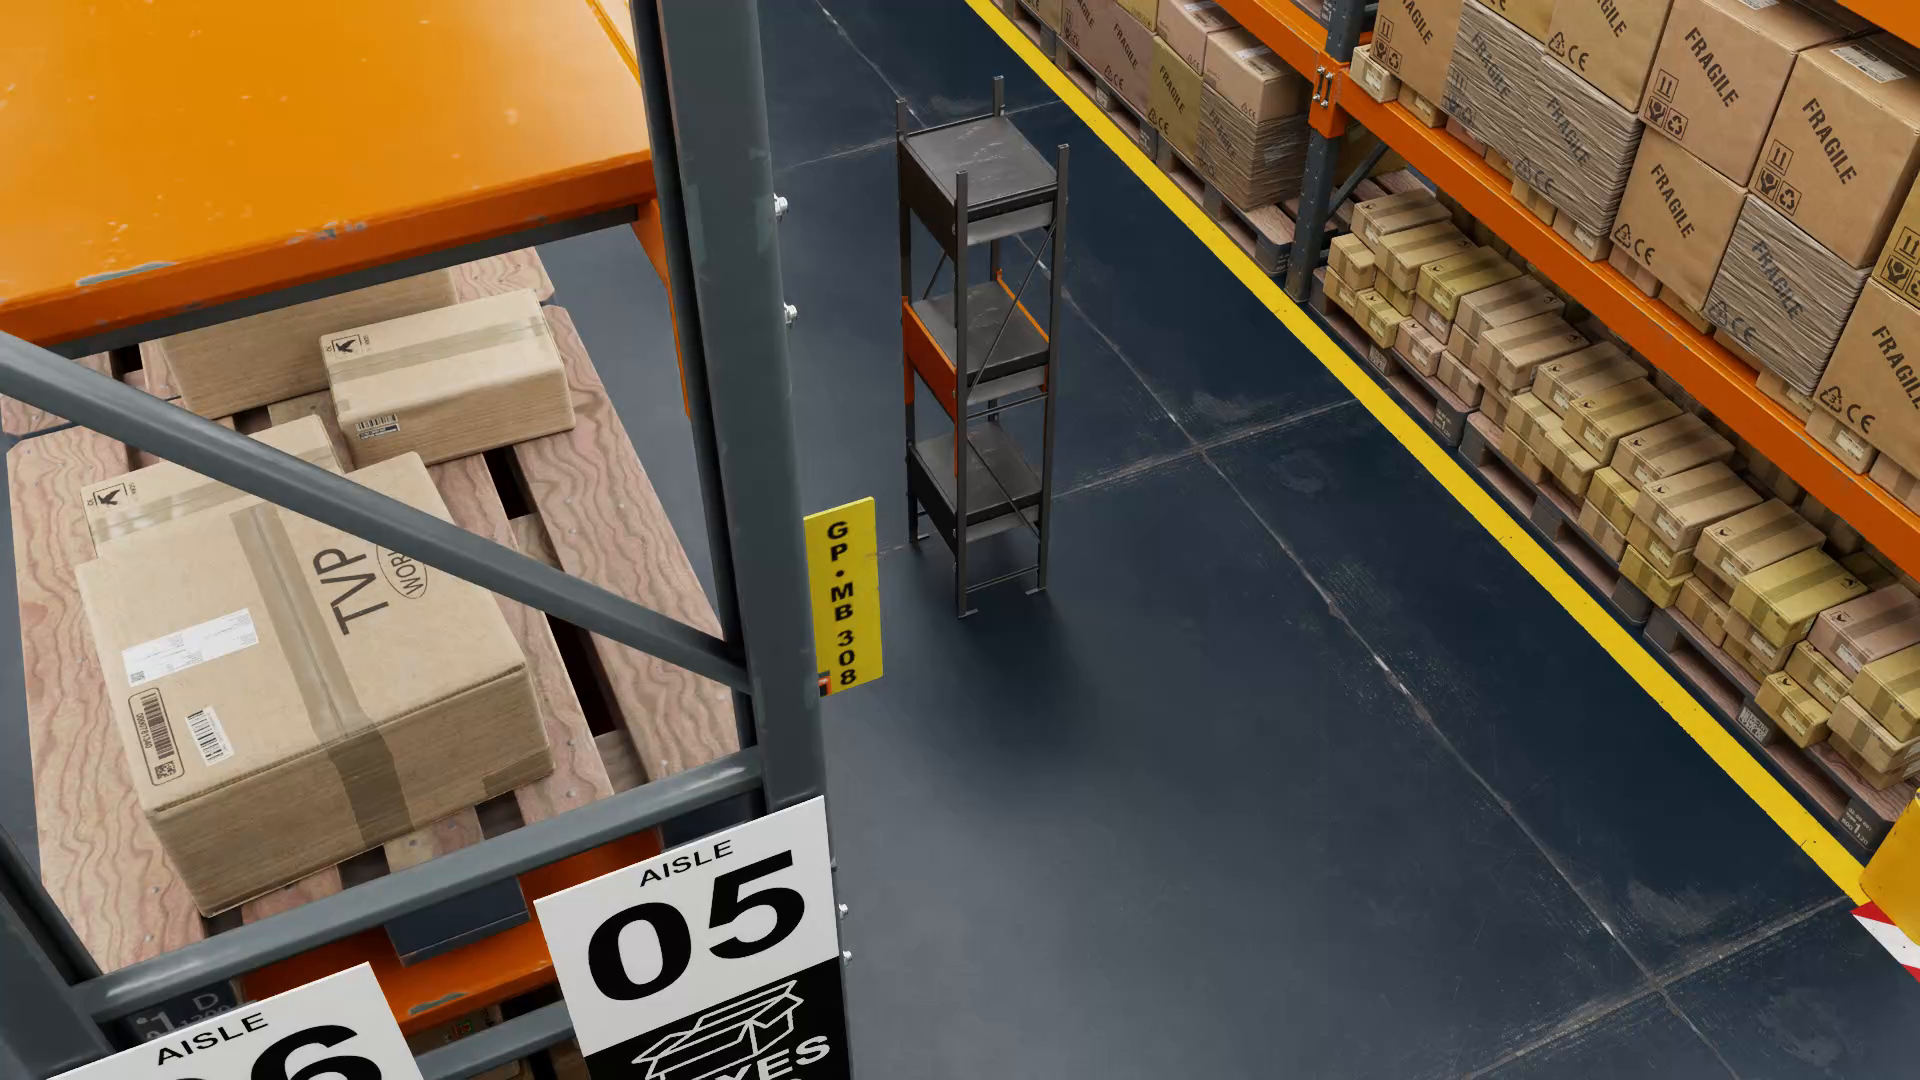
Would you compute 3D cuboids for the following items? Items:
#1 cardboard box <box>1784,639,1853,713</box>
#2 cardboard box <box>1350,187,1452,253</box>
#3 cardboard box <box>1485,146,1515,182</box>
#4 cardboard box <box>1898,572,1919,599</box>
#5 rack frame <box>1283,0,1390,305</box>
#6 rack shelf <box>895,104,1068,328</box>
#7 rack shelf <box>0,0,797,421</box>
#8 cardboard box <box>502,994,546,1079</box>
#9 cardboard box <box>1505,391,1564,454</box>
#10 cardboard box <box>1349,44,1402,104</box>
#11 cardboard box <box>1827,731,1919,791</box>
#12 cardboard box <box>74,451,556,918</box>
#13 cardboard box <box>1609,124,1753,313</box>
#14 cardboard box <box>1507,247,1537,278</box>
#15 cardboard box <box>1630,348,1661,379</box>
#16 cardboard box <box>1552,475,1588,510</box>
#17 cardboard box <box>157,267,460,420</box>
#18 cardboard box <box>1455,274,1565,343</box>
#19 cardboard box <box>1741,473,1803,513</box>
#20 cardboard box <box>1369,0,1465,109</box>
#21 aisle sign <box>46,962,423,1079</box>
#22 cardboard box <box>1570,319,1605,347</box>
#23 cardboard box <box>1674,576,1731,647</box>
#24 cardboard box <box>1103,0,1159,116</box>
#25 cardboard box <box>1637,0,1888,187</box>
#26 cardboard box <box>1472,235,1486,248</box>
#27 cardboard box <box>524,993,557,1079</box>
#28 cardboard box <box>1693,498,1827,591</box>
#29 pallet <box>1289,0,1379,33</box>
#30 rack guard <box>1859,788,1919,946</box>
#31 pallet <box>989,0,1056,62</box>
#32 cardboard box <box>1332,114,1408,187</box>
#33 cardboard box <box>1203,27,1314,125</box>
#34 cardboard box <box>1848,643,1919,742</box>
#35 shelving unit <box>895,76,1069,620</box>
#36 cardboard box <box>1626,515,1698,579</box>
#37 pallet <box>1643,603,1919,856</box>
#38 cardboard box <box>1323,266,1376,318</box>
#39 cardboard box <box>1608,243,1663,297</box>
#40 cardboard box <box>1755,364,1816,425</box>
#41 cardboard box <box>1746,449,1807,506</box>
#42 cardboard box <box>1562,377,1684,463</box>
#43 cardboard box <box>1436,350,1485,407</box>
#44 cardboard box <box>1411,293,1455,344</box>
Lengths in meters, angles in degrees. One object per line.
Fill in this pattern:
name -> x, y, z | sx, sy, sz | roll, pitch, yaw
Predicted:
cardboard box -> 3.252, 0.445, 6.051 | 0.380, 0.149, 0.250 | -19, 48, -18
cardboard box -> 2.069, -1.495, 7.805 | 0.380, 0.149, 0.250 | -16, 47, -16
cardboard box -> 2.379, -1.590, 6.774 | 0.380, 0.149, 0.250 | -20, 48, -19
cardboard box -> 3.657, 0.199, 6.088 | 0.380, 0.149, 0.250 | -17, 47, -17
rack frame -> 2.112, -2.429, 7.445 | 1.000, 3.000, 0.127 | -18, 47, -17
rack shelf -> 0.070, -1.130, 5.792 | 0.431, 0.518, 0.480 | -18, 47, -17
rack shelf -> -1.496, -1.365, 2.892 | 1.077, 0.370, 4.000 | -18, 47, -17
cardboard box -> -1.074, 1.018, 3.168 | 0.500, 0.500, 0.500 | -17, 47, -16
cardboard box -> 2.551, -0.530, 7.039 | 0.380, 0.149, 0.250 | -18, 48, -18
cardboard box -> 1.934, -2.062, 7.252 | 0.380, 0.149, 0.250 | -16, 47, -16
cardboard box -> 3.383, 0.712, 5.993 | 0.380, 0.149, 0.250 | -17, 47, -17
cardboard box -> -0.926, 0.187, 2.395 | 0.500, 0.250, 0.500 | -22, 49, -21
cardboard box -> 2.737, -1.203, 5.919 | 0.500, 0.500, 0.500 | -16, 47, -15
cardboard box -> 2.752, -1.318, 7.626 | 0.380, 0.149, 0.250 | -18, 48, -18
cardboard box -> 3.113, -0.816, 7.117 | 0.380, 0.149, 0.250 | -20, 48, -19
cardboard box -> 2.736, -0.277, 6.995 | 0.380, 0.149, 0.250 | -17, 47, -16
cardboard box -> -1.239, -0.543, 3.091 | 0.500, 0.311, 0.500 | -17, 47, -17
cardboard box -> 2.412, -0.996, 7.299 | 0.380, 0.149, 0.250 | -19, 48, -18
cardboard box -> 3.352, -0.188, 6.692 | 0.380, 0.149, 0.250 | -20, 48, -19
cardboard box -> 2.092, -2.180, 6.910 | 0.500, 0.500, 0.500 | -19, 48, -18
aisle sign -> -0.906, 0.858, 2.262 | 0.394, 0.787, 0.004 | -18, 47, -17
cardboard box -> 2.928, -0.883, 7.397 | 0.380, 0.149, 0.250 | -17, 47, -16
cardboard box -> 3.035, 0.230, 6.481 | 0.380, 0.149, 0.250 | -18, 47, -17
cardboard box -> 1.145, -2.741, 9.242 | 0.500, 0.500, 0.500 | -19, 48, -18
cardboard box -> 2.711, -1.583, 5.593 | 0.500, 0.500, 0.500 | -20, 48, -19
cardboard box -> 2.658, -1.394, 7.915 | 0.380, 0.149, 0.250 | -20, 48, -19
cardboard box -> -0.834, 0.906, 3.994 | 0.500, 0.500, 0.500 | -19, 48, -18
cardboard box -> 3.012, 0.023, 6.267 | 0.380, 0.149, 0.250 | -20, 48, -19
pallet -> 1.923, -2.891, 8.049 | 1.003, 0.211, 1.213 | -18, 47, -17
rack guard -> 3.762, 0.961, 5.788 | 1.175, 0.500, 0.348 | -18, 47, -17
pallet -> 0.757, -3.487, 10.502 | 1.003, 0.211, 1.213 | -18, 47, -17
cardboard box -> 2.042, -2.238, 8.732 | 0.500, 0.500, 0.500 | -16, 47, -16
cardboard box -> 1.569, -2.356, 8.317 | 0.500, 0.250, 0.500 | -19, 48, -18
cardboard box -> 3.341, 0.511, 5.772 | 0.380, 0.149, 0.250 | -18, 47, -17
shelving unit -> 0.070, -0.642, 6.274 | 0.431, 2.100, 0.503 | -18, 47, -17
cardboard box -> 2.863, -0.029, 6.532 | 0.380, 0.149, 0.250 | -17, 47, -17
pallet -> 3.452, 0.536, 6.425 | 1.003, 0.211, 1.213 | -18, 47, -17
cardboard box -> 1.974, -1.237, 7.967 | 0.380, 0.149, 0.250 | -20, 48, -19
cardboard box -> 2.687, -1.080, 6.257 | 0.380, 0.149, 0.250 | -16, 47, -16
cardboard box -> 2.998, -0.572, 5.742 | 0.380, 0.149, 0.250 | -20, 48, -19
cardboard box -> 3.380, -0.312, 6.607 | 0.380, 0.149, 0.250 | -16, 47, -16
cardboard box -> 2.703, -0.491, 6.788 | 0.380, 0.149, 0.250 | -18, 47, -17
cardboard box -> 2.389, -0.777, 7.501 | 0.380, 0.149, 0.250 | -19, 48, -18
cardboard box -> 2.297, -1.065, 7.581 | 0.380, 0.149, 0.250 | -18, 47, -18
